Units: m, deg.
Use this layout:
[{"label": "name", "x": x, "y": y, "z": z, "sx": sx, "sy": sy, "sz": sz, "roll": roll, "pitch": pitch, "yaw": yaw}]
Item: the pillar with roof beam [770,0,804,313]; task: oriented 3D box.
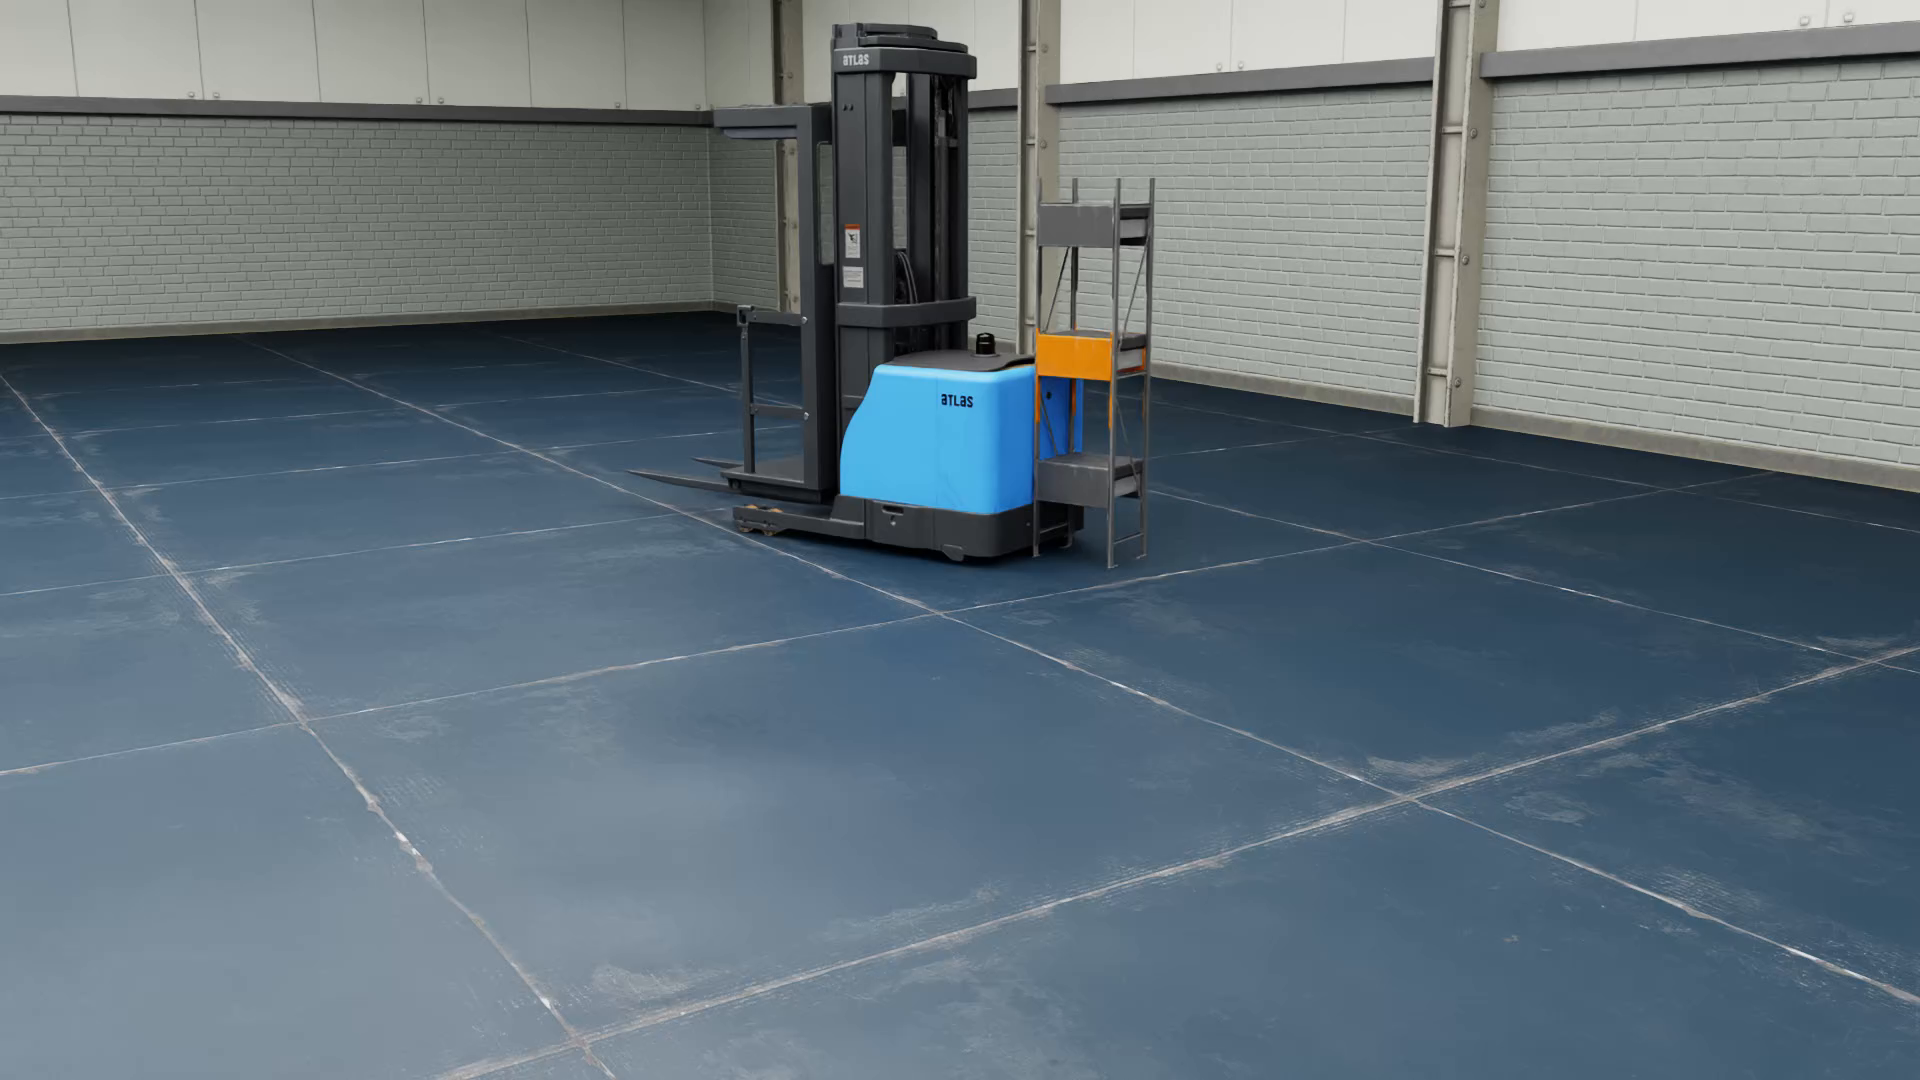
[{"label": "pillar with roof beam", "x": -6.019, "y": -7.041, "z": 20.996, "sx": 9.100, "sy": 9.000, "sz": 0.400, "roll": -8, "pitch": 15, "yaw": -33}]

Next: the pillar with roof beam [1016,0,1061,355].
[{"label": "pillar with roof beam", "x": -2.695, "y": -5.974, "z": 16.117, "sx": 9.100, "sy": 9.000, "sz": 0.400, "roll": -8, "pitch": 15, "yaw": -33}]

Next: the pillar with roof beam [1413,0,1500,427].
[{"label": "pillar with roof beam", "x": 0.630, "y": -4.907, "z": 11.237, "sx": 9.100, "sy": 9.000, "sz": 0.400, "roll": -8, "pitch": 15, "yaw": -33}]

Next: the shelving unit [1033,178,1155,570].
[{"label": "shelving unit", "x": 0.732, "y": -0.926, "z": 9.179, "sx": 0.503, "sy": 2.100, "sz": 0.431, "roll": 9, "pitch": 15, "yaw": 35}]

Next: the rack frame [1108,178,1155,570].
[{"label": "rack frame", "x": 0.931, "y": -0.895, "z": 9.041, "sx": 0.015, "sy": 2.100, "sz": 0.400, "roll": 9, "pitch": 15, "yaw": 35}]

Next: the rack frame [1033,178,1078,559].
[{"label": "rack frame", "x": 0.534, "y": -0.956, "z": 9.318, "sx": 0.015, "sy": 2.100, "sz": 0.400, "roll": 9, "pitch": 15, "yaw": 35}]

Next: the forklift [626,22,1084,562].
[{"label": "forklift", "x": -0.763, "y": -1.536, "z": 10.027, "sx": 3.031, "sy": 2.935, "sz": 1.130, "roll": 9, "pitch": 15, "yaw": 35}]

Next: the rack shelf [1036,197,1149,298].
[{"label": "rack shelf", "x": 0.732, "y": -1.596, "z": 9.033, "sx": 0.480, "sy": 0.518, "sz": 0.431, "roll": 9, "pitch": 15, "yaw": 35}]

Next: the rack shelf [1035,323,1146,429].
[{"label": "rack shelf", "x": 0.732, "y": -0.912, "z": 9.182, "sx": 0.480, "sy": 0.518, "sz": 0.431, "roll": 9, "pitch": 15, "yaw": 35}]

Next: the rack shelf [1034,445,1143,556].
[{"label": "rack shelf", "x": 0.732, "y": -0.228, "z": 9.332, "sx": 0.480, "sy": 0.518, "sz": 0.431, "roll": 9, "pitch": 15, "yaw": 35}]
